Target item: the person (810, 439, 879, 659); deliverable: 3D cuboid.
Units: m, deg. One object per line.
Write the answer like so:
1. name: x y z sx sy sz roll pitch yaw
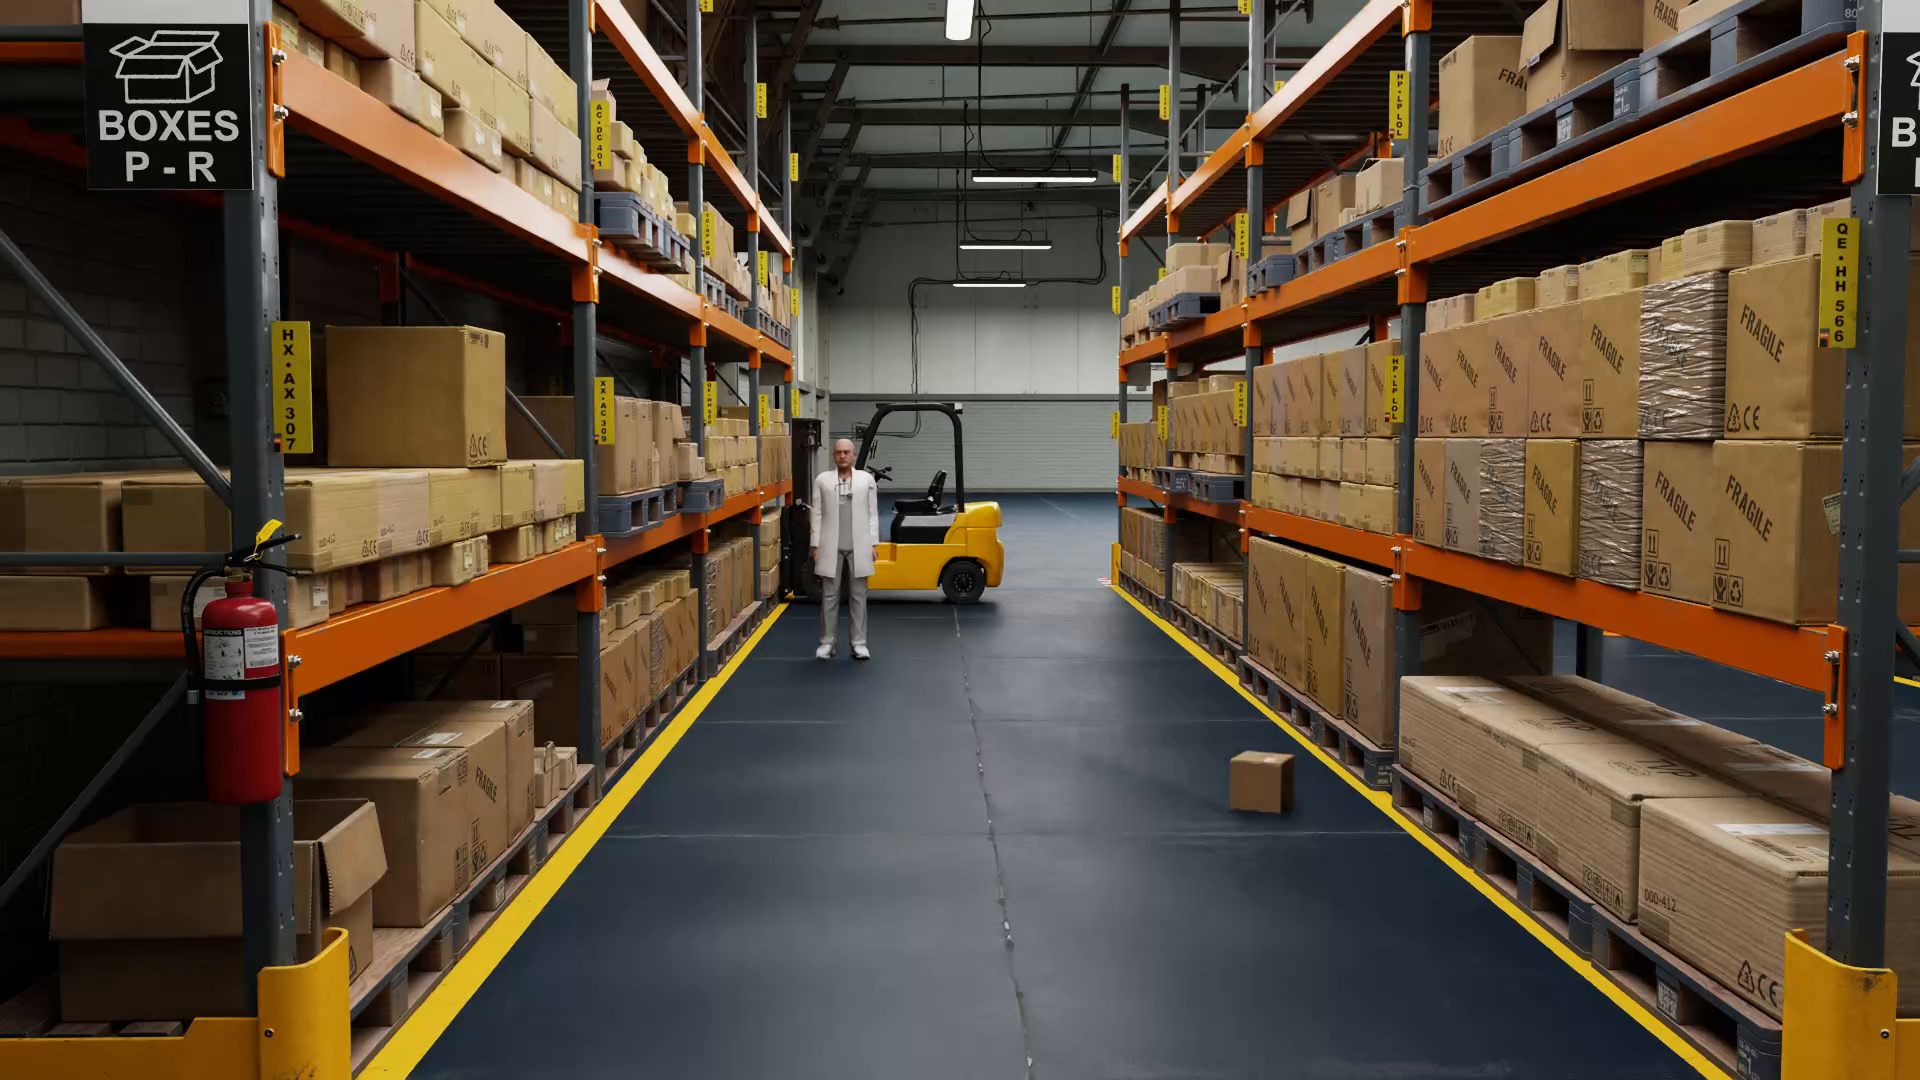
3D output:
1. person: -0.938 0.069 13.545 0.565 1.783 0.377 0 4 -5
